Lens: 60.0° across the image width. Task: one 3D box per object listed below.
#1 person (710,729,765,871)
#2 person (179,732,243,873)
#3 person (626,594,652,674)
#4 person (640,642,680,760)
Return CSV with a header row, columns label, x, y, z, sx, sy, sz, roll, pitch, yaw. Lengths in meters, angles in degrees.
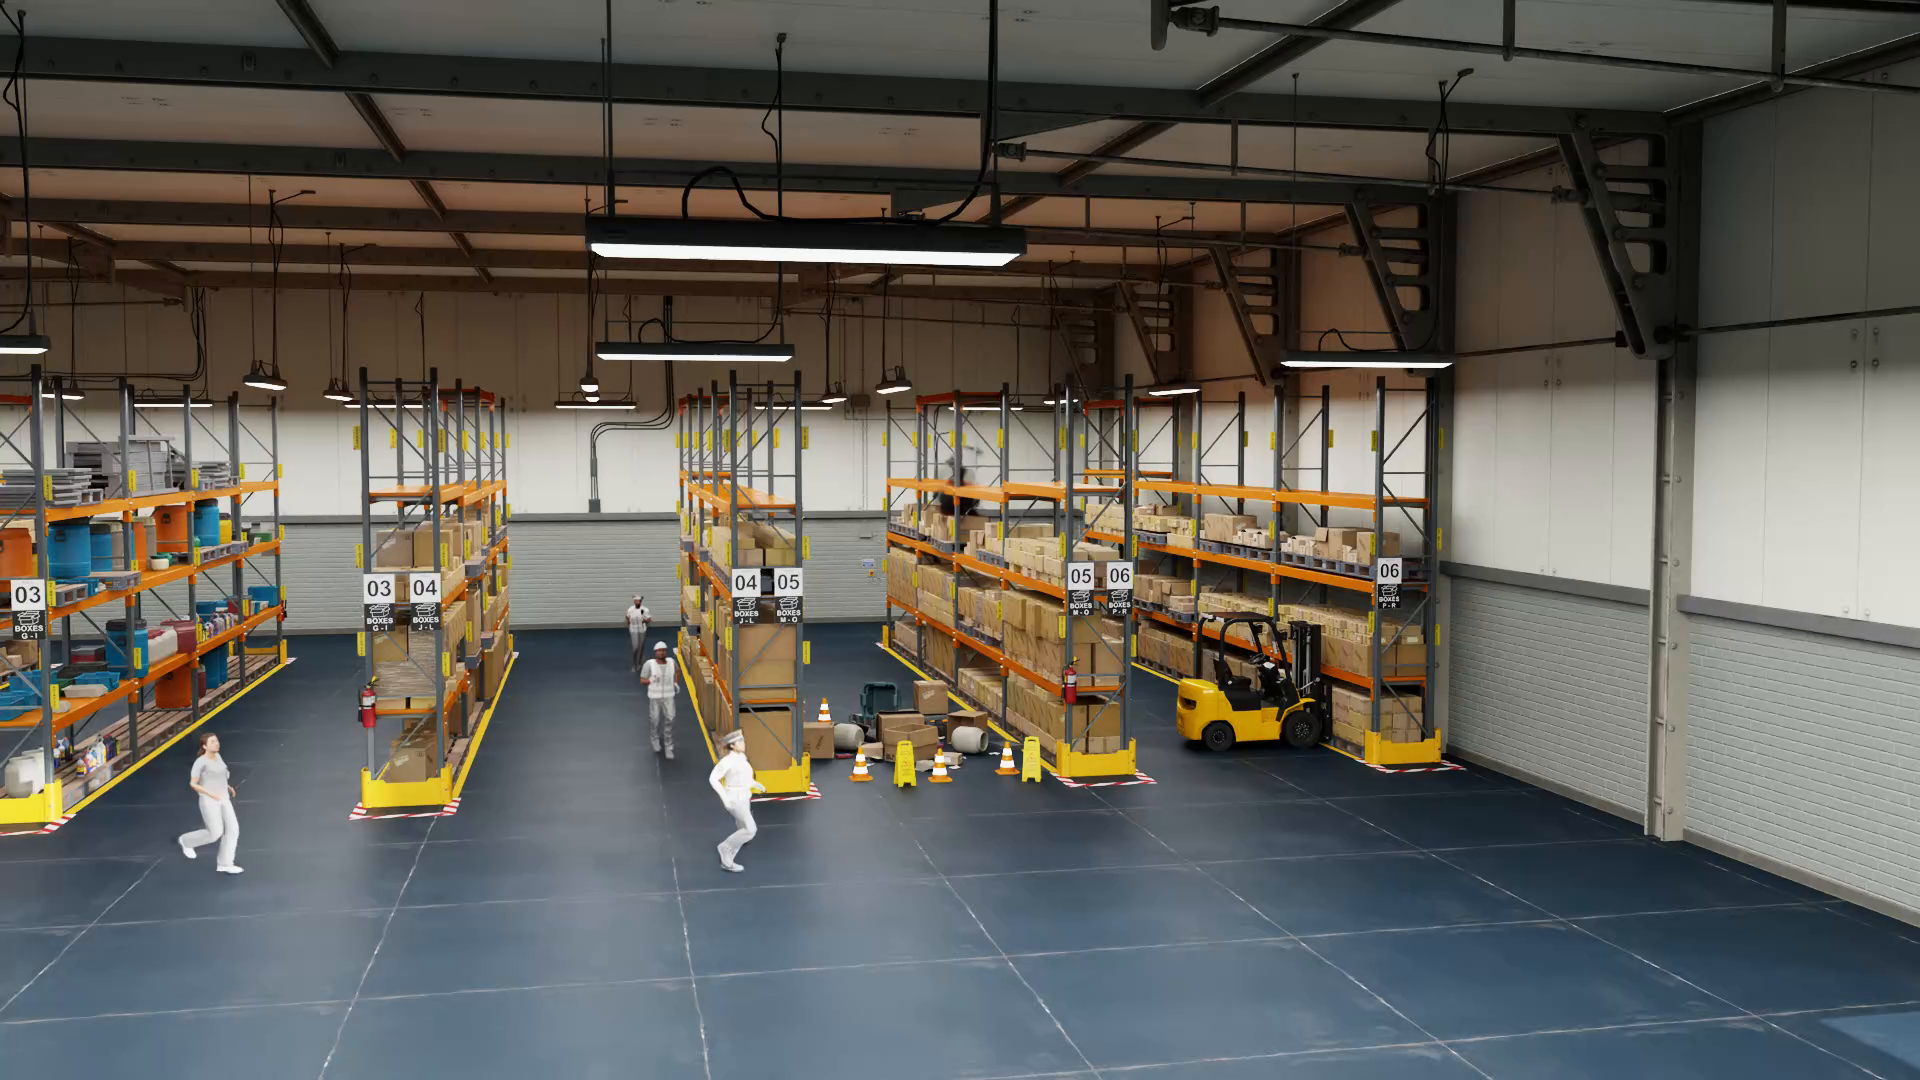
label,x,y,z,sx,sy,sz,roll,pitch,yaw
person,-2.535,3.020,19.273,0.556,1.656,0.610,1,4,18
person,-8.694,3.044,19.335,0.791,1.632,0.580,1,4,16
person,-6.946,2.038,35.996,0.546,1.746,0.713,-1,3,-14
person,-4.732,2.523,26.349,0.664,1.823,0.824,-1,4,-18
